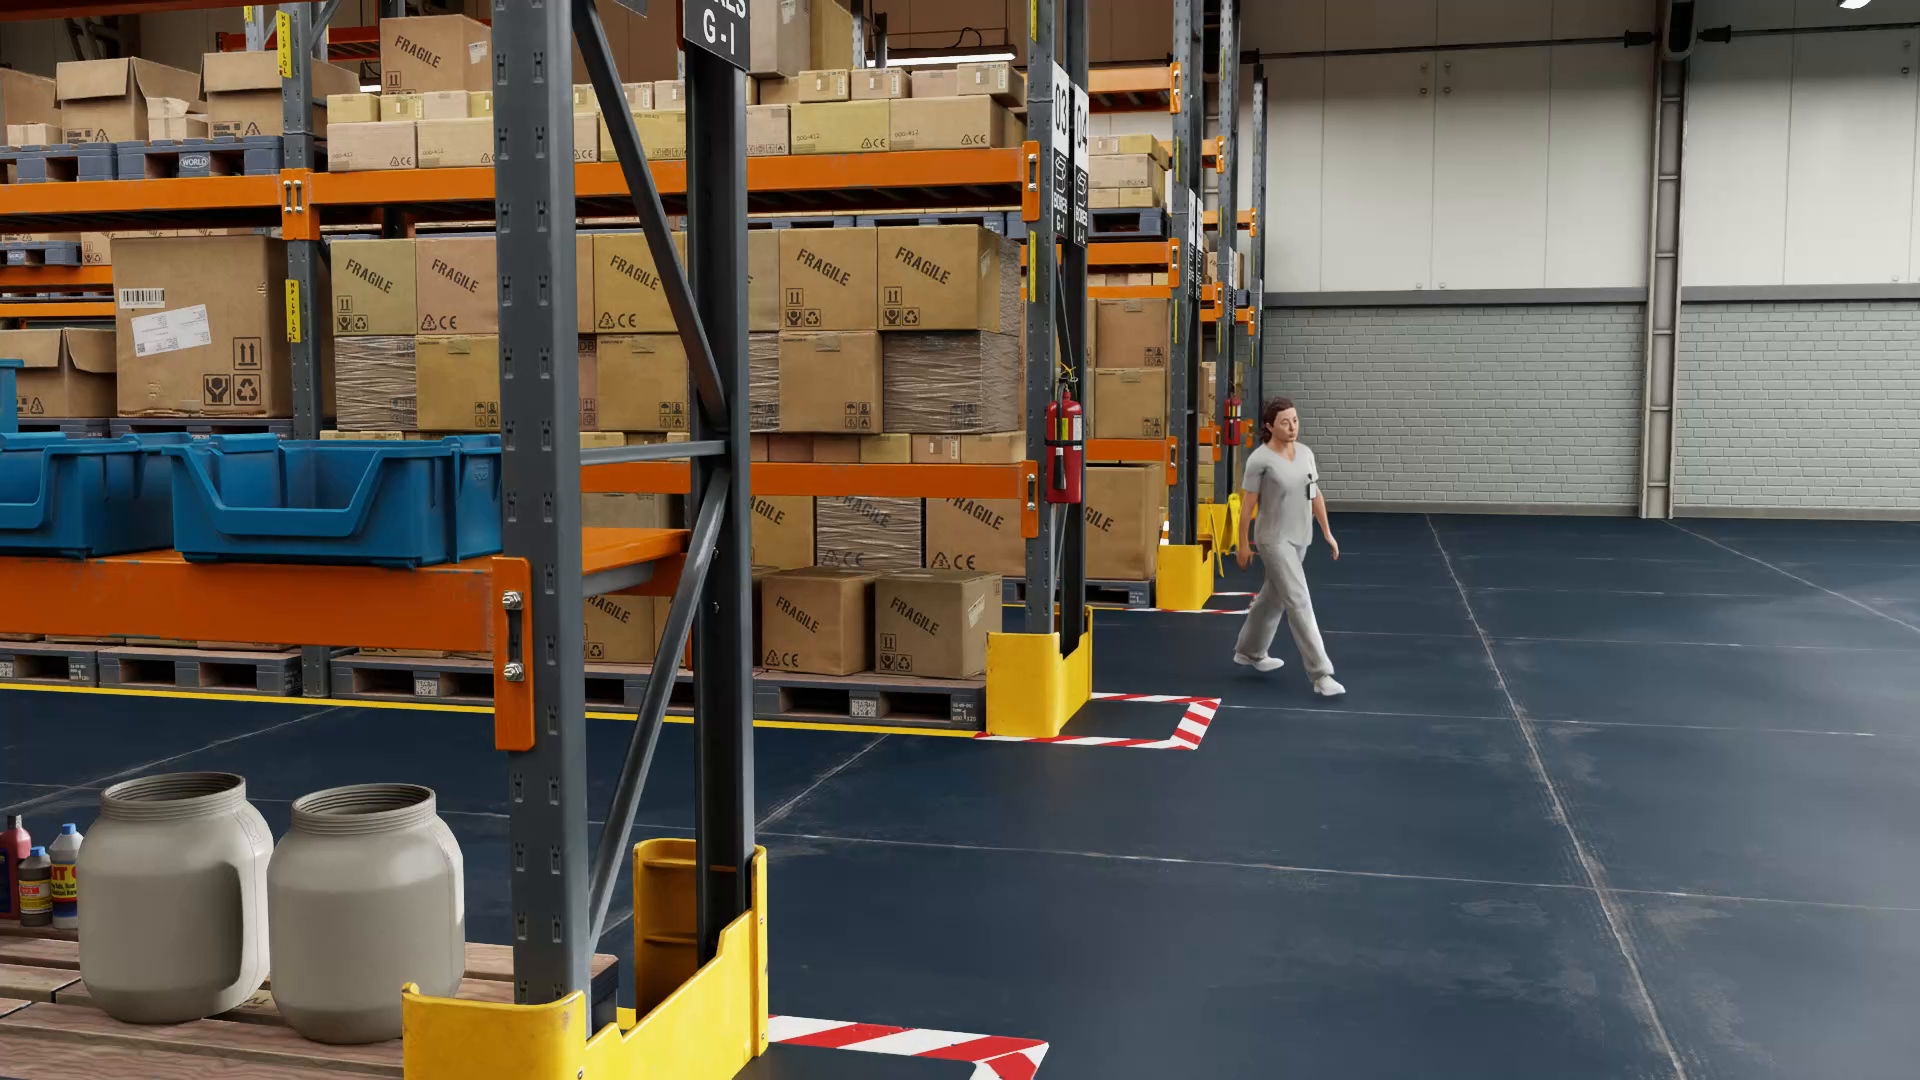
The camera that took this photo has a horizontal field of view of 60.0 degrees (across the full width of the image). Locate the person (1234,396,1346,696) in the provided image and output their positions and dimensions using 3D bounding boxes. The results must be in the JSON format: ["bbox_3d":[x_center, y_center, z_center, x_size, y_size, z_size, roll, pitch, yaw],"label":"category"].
[{"bbox_3d":[1.834,0.008,9.228,0.527,1.606,1.008,-4,6,-38],"label":"person"}]
